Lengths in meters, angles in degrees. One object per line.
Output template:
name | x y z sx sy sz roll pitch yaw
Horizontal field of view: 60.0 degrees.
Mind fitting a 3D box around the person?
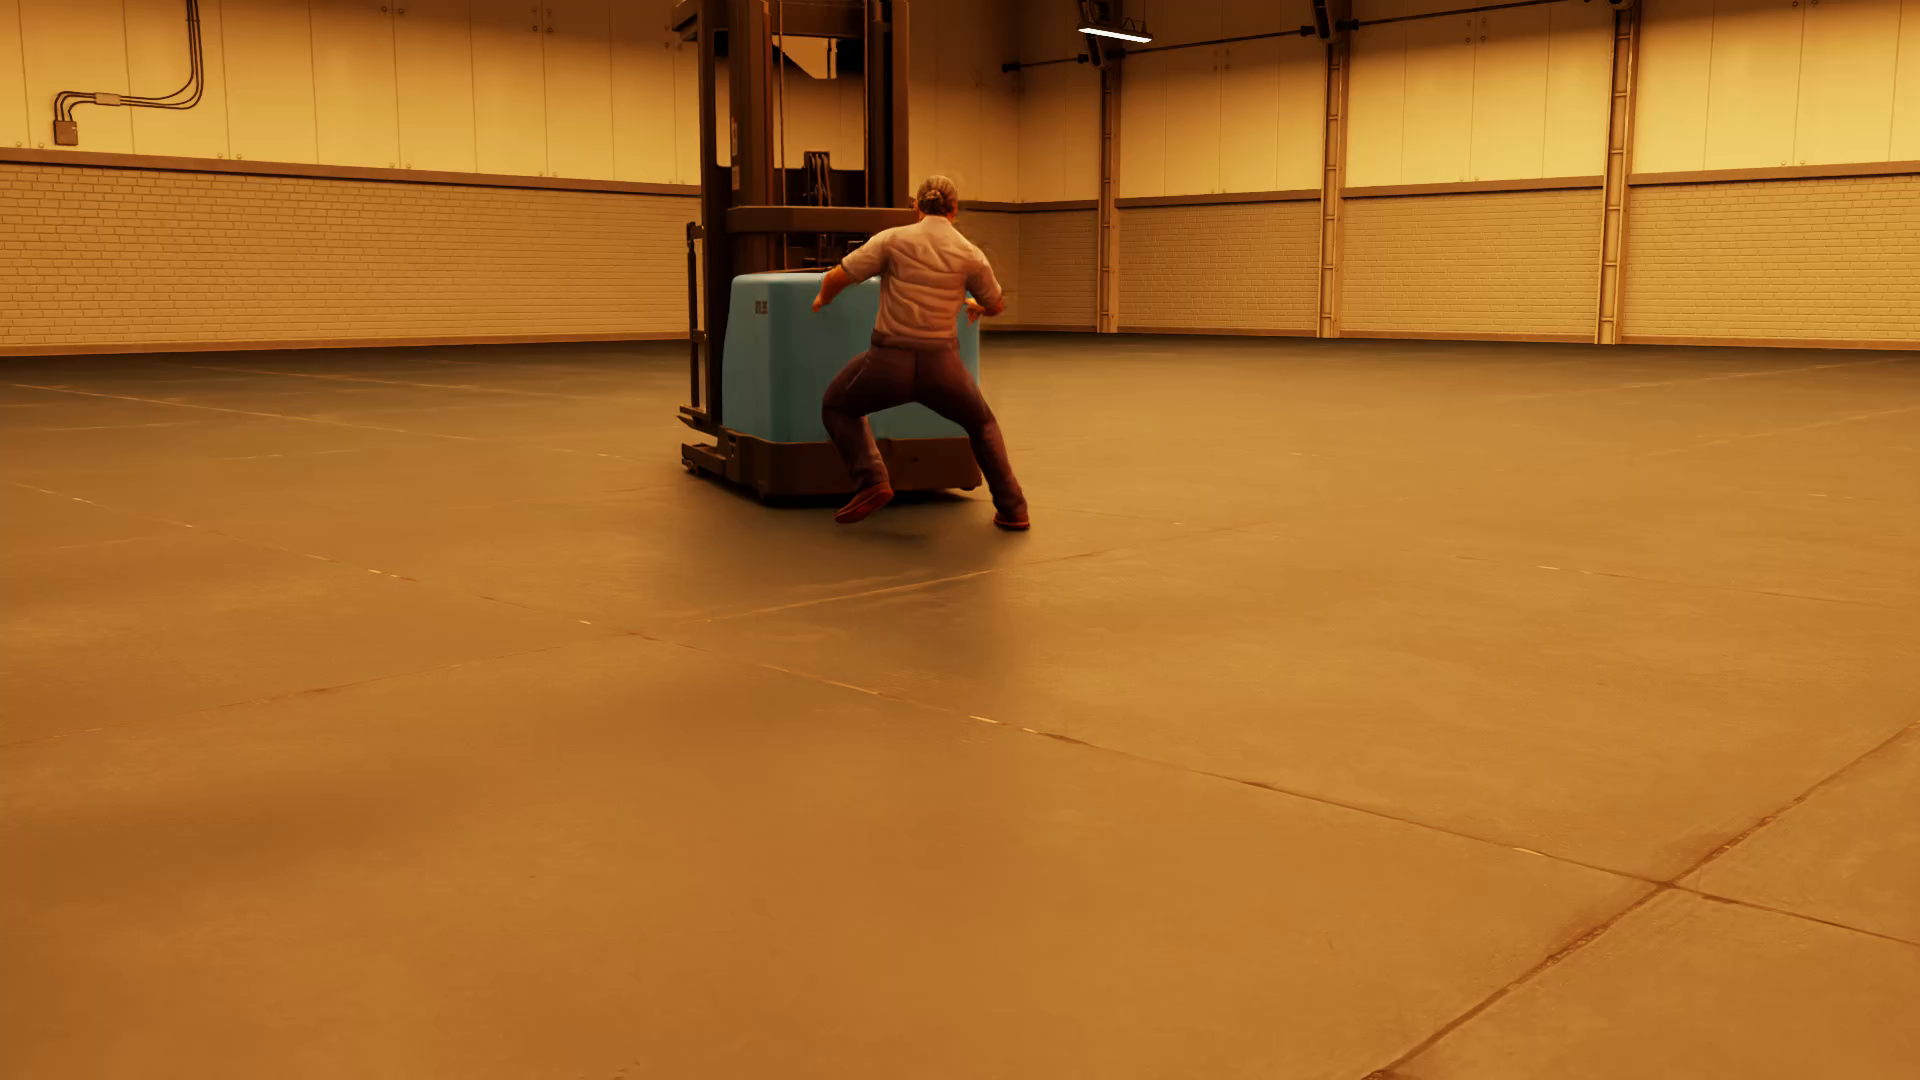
person | -0.161 -0.767 6.922 0.909 1.455 0.706 -1 9 -4

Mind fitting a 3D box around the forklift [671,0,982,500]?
forklift | -0.900 -1.814 8.924 1.130 2.935 3.031 -3 9 -21
